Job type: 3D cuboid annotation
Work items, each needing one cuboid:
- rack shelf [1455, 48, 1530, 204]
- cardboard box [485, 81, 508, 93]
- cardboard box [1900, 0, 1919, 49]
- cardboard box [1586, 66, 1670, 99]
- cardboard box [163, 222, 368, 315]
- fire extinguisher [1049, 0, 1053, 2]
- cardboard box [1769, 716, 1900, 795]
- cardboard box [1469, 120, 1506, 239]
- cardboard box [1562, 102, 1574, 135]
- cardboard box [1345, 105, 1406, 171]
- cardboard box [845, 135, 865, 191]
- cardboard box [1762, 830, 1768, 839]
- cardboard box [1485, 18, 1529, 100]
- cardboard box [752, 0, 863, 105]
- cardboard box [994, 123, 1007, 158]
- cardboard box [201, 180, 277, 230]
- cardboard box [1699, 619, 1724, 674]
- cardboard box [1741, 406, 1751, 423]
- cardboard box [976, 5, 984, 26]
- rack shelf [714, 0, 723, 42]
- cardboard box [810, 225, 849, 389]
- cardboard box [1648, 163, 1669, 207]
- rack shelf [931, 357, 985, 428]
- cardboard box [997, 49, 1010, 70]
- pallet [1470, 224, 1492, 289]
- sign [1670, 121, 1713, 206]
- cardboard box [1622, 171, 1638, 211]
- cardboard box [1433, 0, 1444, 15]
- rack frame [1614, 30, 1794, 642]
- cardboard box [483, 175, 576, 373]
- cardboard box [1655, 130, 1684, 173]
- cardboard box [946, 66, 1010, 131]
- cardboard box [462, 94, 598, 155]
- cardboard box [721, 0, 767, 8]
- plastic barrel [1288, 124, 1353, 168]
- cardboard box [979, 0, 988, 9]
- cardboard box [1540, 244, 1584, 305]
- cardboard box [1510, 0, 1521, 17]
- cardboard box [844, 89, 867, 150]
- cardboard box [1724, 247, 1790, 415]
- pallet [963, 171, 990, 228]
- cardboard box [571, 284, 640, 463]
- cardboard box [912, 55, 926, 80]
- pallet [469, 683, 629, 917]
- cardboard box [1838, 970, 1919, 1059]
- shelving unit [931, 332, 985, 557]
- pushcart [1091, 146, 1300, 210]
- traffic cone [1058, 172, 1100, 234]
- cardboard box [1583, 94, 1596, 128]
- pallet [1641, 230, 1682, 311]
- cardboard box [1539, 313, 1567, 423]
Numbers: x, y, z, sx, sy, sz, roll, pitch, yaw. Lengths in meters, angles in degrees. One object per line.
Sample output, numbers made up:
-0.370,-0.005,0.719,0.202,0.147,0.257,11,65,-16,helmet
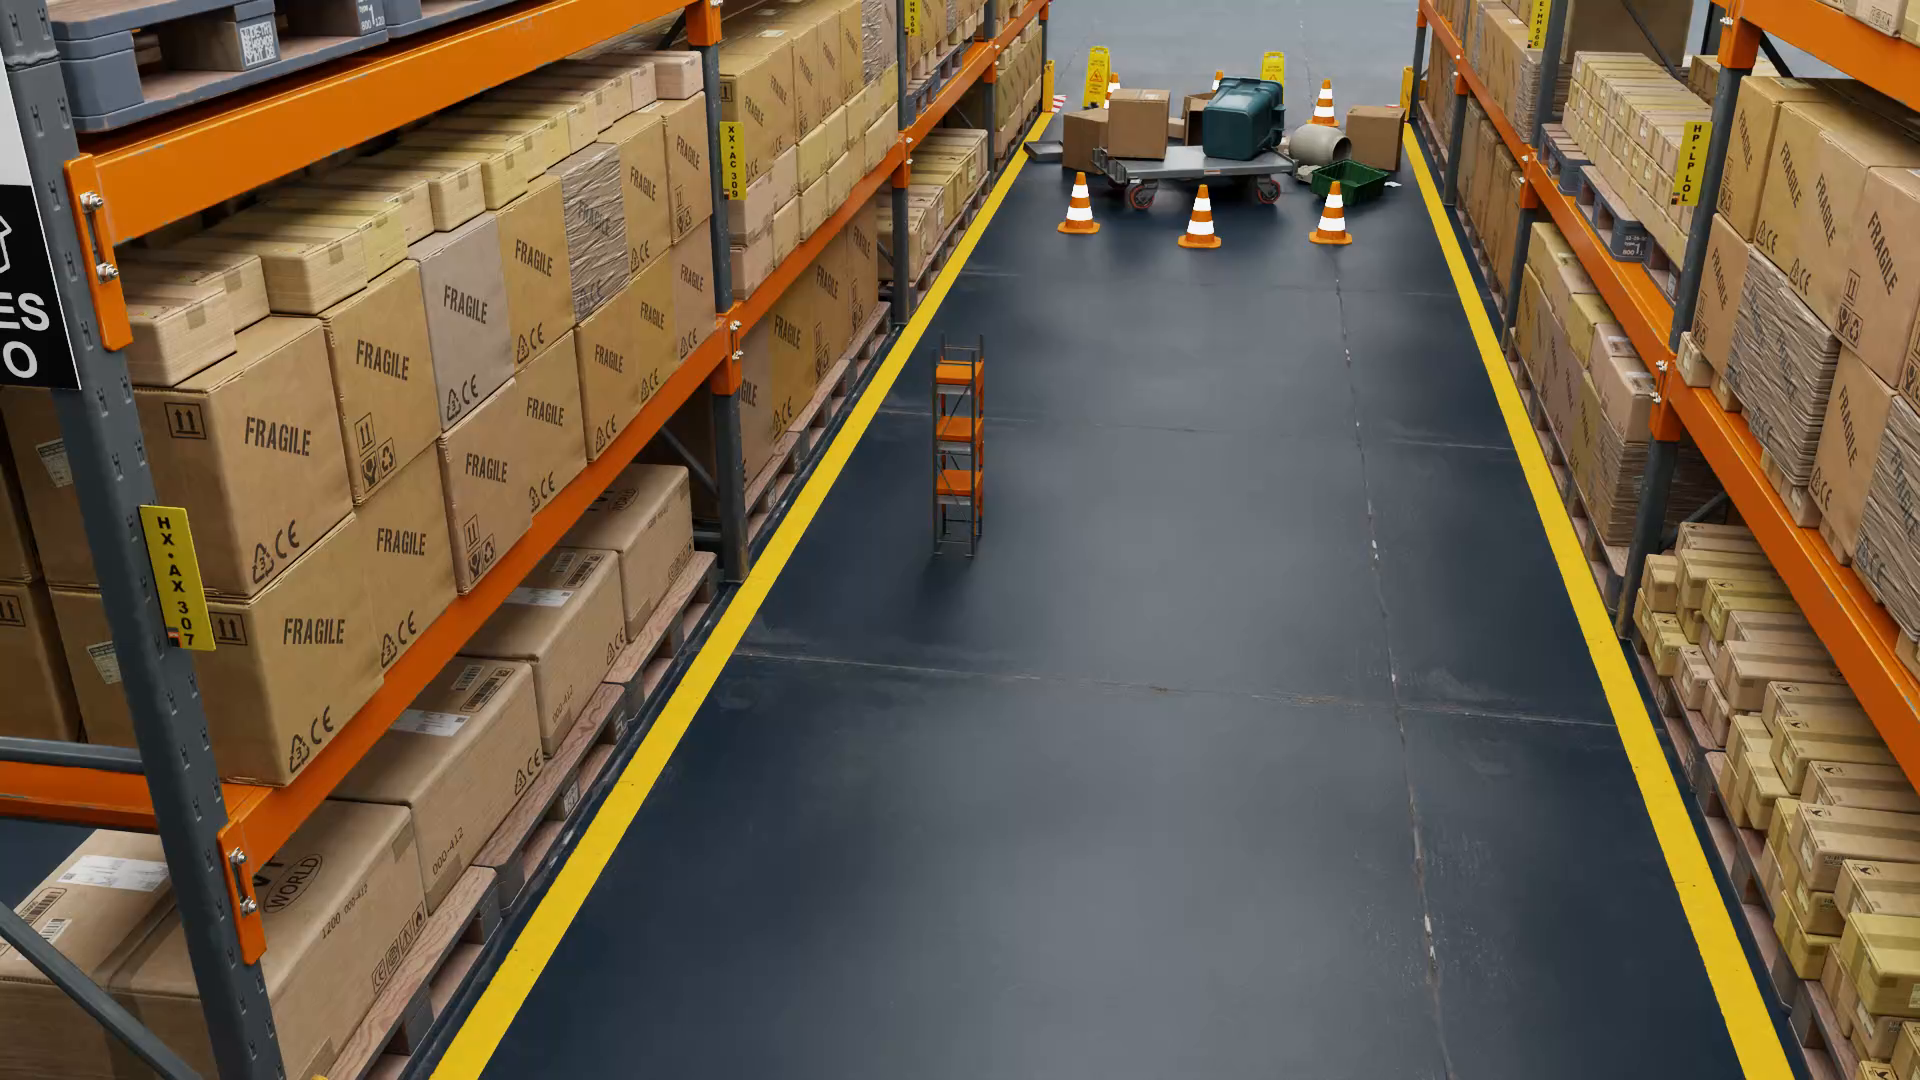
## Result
4.378,-3.088,12.157,1.077,0.370,4.000,4,25,9,rack shelf
-1.837,-1.665,6.205,0.380,0.149,0.250,4,25,8,cardboard box
2.795,-1.375,4.287,0.500,0.250,0.500,5,26,11,cardboard box
3.699,-2.528,9.212,0.380,0.149,0.250,4,25,8,cardboard box
-1.697,-0.668,4.077,0.380,0.149,0.250,5,26,10,cardboard box
0.932,-6.205,18.058,0.296,0.674,0.183,4,25,9,fire extinguisher
2.856,0.709,5.363,0.380,0.149,0.250,4,25,9,cardboard box
4.531,-2.752,12.750,1.050,0.750,0.750,4,25,9,cardboard box
3.779,-2.480,9.812,0.380,0.149,0.250,4,25,8,cardboard box
3.946,-3.839,15.860,0.500,0.500,0.500,8,26,18,cardboard box
-0.842,-2.156,9.495,0.500,0.250,0.500,4,25,8,cardboard box
2.881,0.987,5.470,0.380,0.149,0.250,5,25,10,cardboard box
4.104,-3.462,11.989,0.500,0.500,0.500,4,25,9,cardboard box
-0.839,-2.719,9.223,0.500,0.500,0.500,4,25,9,cardboard box
0.168,-3.724,15.415,0.500,0.250,0.500,3,25,6,cardboard box
-2.124,-0.916,4.607,0.380,0.149,0.250,4,25,8,cardboard box
3.065,0.408,6.357,0.380,0.149,0.250,4,25,8,cardboard box
3.067,-0.466,6.004,0.380,0.149,0.250,3,25,6,cardboard box
-0.007,-4.393,13.897,0.380,0.149,0.250,4,25,9,cardboard box
-1.176,-3.074,8.589,1.077,0.370,4.000,4,25,9,rack shelf
-1.194,-1.450,9.820,0.875,0.875,0.875,4,25,9,cardboard box
3.393,-1.624,7.631,0.380,0.149,0.250,3,25,7,cardboard box
-0.009,-0.701,7.864,0.215,0.259,0.240,4,25,9,rack shelf
0.247,-4.405,15.221,0.380,0.149,0.250,4,25,9,cardboard box
4.456,-2.147,12.589,1.003,0.211,1.213,4,25,9,pallet
2.849,-1.465,6.477,0.100,0.325,0.005,4,25,9,sign
3.477,-1.705,8.156,0.380,0.149,0.250,5,26,11,cardboard box
5.059,-5.376,16.019,0.875,0.550,0.550,4,25,9,cardboard box
3.397,-0.904,6.643,1.000,3.000,0.127,4,25,9,rack frame
-1.562,-0.852,5.235,0.500,0.500,0.500,4,25,9,cardboard box
3.400,-1.762,7.574,0.380,0.149,0.250,4,25,8,cardboard box
0.168,-4.063,15.256,0.500,0.500,0.500,5,26,11,cardboard box
-1.469,-1.425,5.694,0.380,0.149,0.250,4,25,8,cardboard box
-1.342,-2.763,9.317,0.500,0.500,0.500,5,25,10,cardboard box
3.377,-3.664,15.578,0.421,0.421,0.512,-20,32,-36,plastic barrel
-0.044,-4.712,13.814,0.500,0.500,0.500,4,25,8,cardboard box
3.617,-1.491,9.466,0.500,0.250,0.500,4,25,8,cardboard box
4.464,-4.113,12.202,0.700,0.500,0.500,4,25,9,cardboard box
-0.821,-2.386,9.396,0.500,0.250,0.500,3,25,7,cardboard box
2.994,-0.687,5.711,0.500,0.500,0.500,4,25,9,cardboard box
-0.321,-2.962,14.329,1.003,0.211,1.213,4,25,9,pallet
-1.473,-0.612,5.900,0.500,0.500,0.500,4,25,8,cardboard box
-0.443,-3.304,11.572,0.380,0.149,0.250,2,25,5,cardboard box
-1.901,0.882,6.116,1.003,0.211,1.213,4,25,9,pallet
2.631,1.277,4.500,0.380,0.149,0.250,3,25,6,cardboard box
-0.009,-0.453,7.980,0.215,1.050,0.252,4,25,9,shelving unit
2.062,-3.226,14.697,1.648,0.377,0.936,-5,25,-10,pushcart
0.983,-2.786,13.656,0.336,0.463,0.334,4,25,9,traffic cone
3.691,-2.375,9.235,0.380,0.149,0.250,3,25,7,cardboard box
3.666,-1.127,7.345,1.003,0.211,1.213,4,25,9,pallet
3.526,-0.931,9.155,0.500,0.500,0.500,3,25,7,cardboard box
